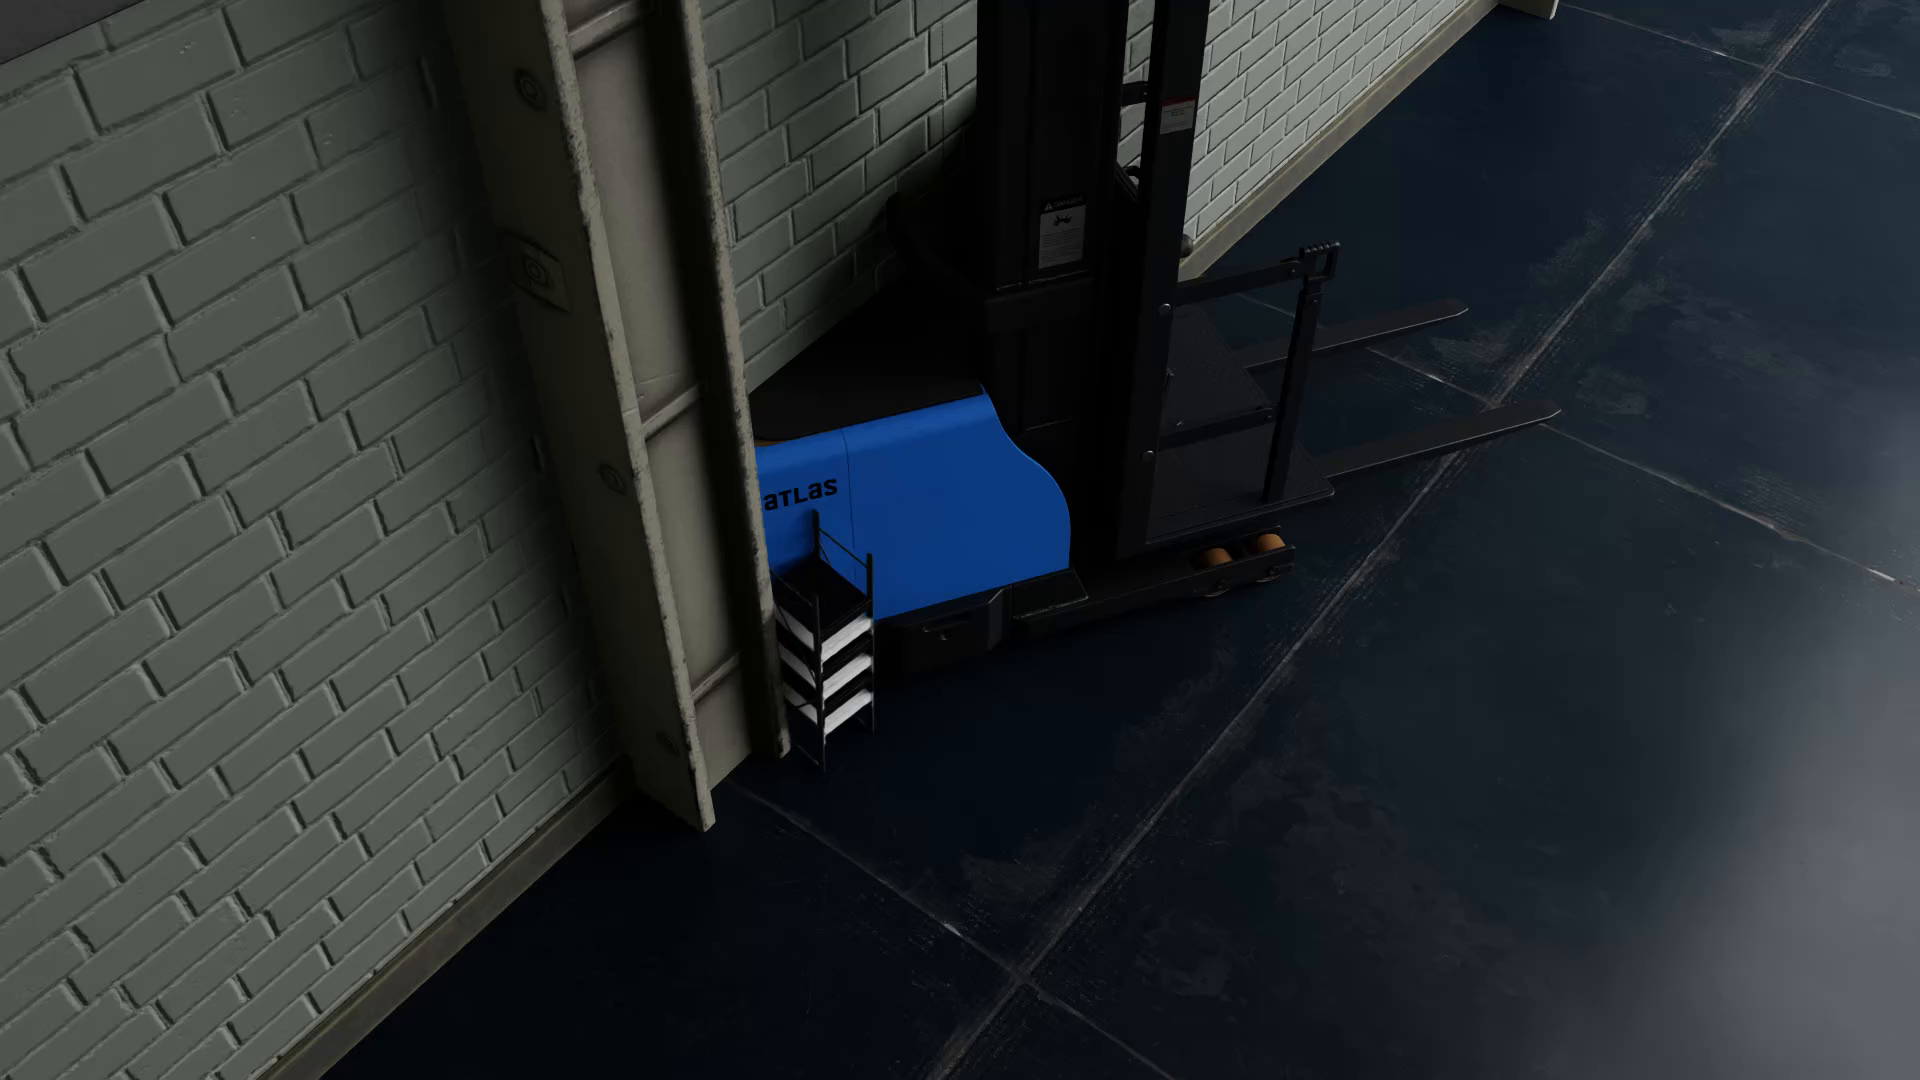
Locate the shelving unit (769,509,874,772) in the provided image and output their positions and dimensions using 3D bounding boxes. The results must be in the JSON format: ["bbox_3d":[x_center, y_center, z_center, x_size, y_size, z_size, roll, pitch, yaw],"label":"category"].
[{"bbox_3d":[-0.412,0.329,4.880,0.258,0.900,0.210,37,57,26],"label":"shelving unit"}]

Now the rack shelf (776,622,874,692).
[{"bbox_3d":[-0.410,0.292,4.837,0.258,0.077,0.200,37,57,26],"label":"rack shelf"}]

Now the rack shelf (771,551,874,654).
[{"bbox_3d":[-0.403,0.173,4.702,0.258,0.077,0.200,37,57,26],"label":"rack shelf"}]

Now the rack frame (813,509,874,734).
[{"bbox_3d":[-0.341,0.276,4.930,0.240,0.900,0.006,37,57,26],"label":"rack frame"}]

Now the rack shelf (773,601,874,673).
[{"bbox_3d":[-0.407,0.232,4.769,0.258,0.077,0.200,37,57,26],"label":"rack shelf"}]

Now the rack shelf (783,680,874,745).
[{"bbox_3d":[-0.420,0.469,5.040,0.258,0.077,0.200,37,57,26],"label":"rack shelf"}]

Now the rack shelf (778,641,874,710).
[{"bbox_3d":[-0.413,0.351,4.905,0.258,0.077,0.200,37,57,26],"label":"rack shelf"}]

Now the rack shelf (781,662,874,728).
[{"bbox_3d":[-0.417,0.410,4.973,0.258,0.077,0.200,37,57,26],"label":"rack shelf"}]

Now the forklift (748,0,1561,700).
[{"bbox_3d":[0.592,-1.168,4.839,3.031,2.935,1.130,-15,48,-14],"label":"forklift"}]

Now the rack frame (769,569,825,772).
[{"bbox_3d":[-0.483,0.382,4.830,0.240,0.900,0.006,37,57,26],"label":"rack frame"}]
